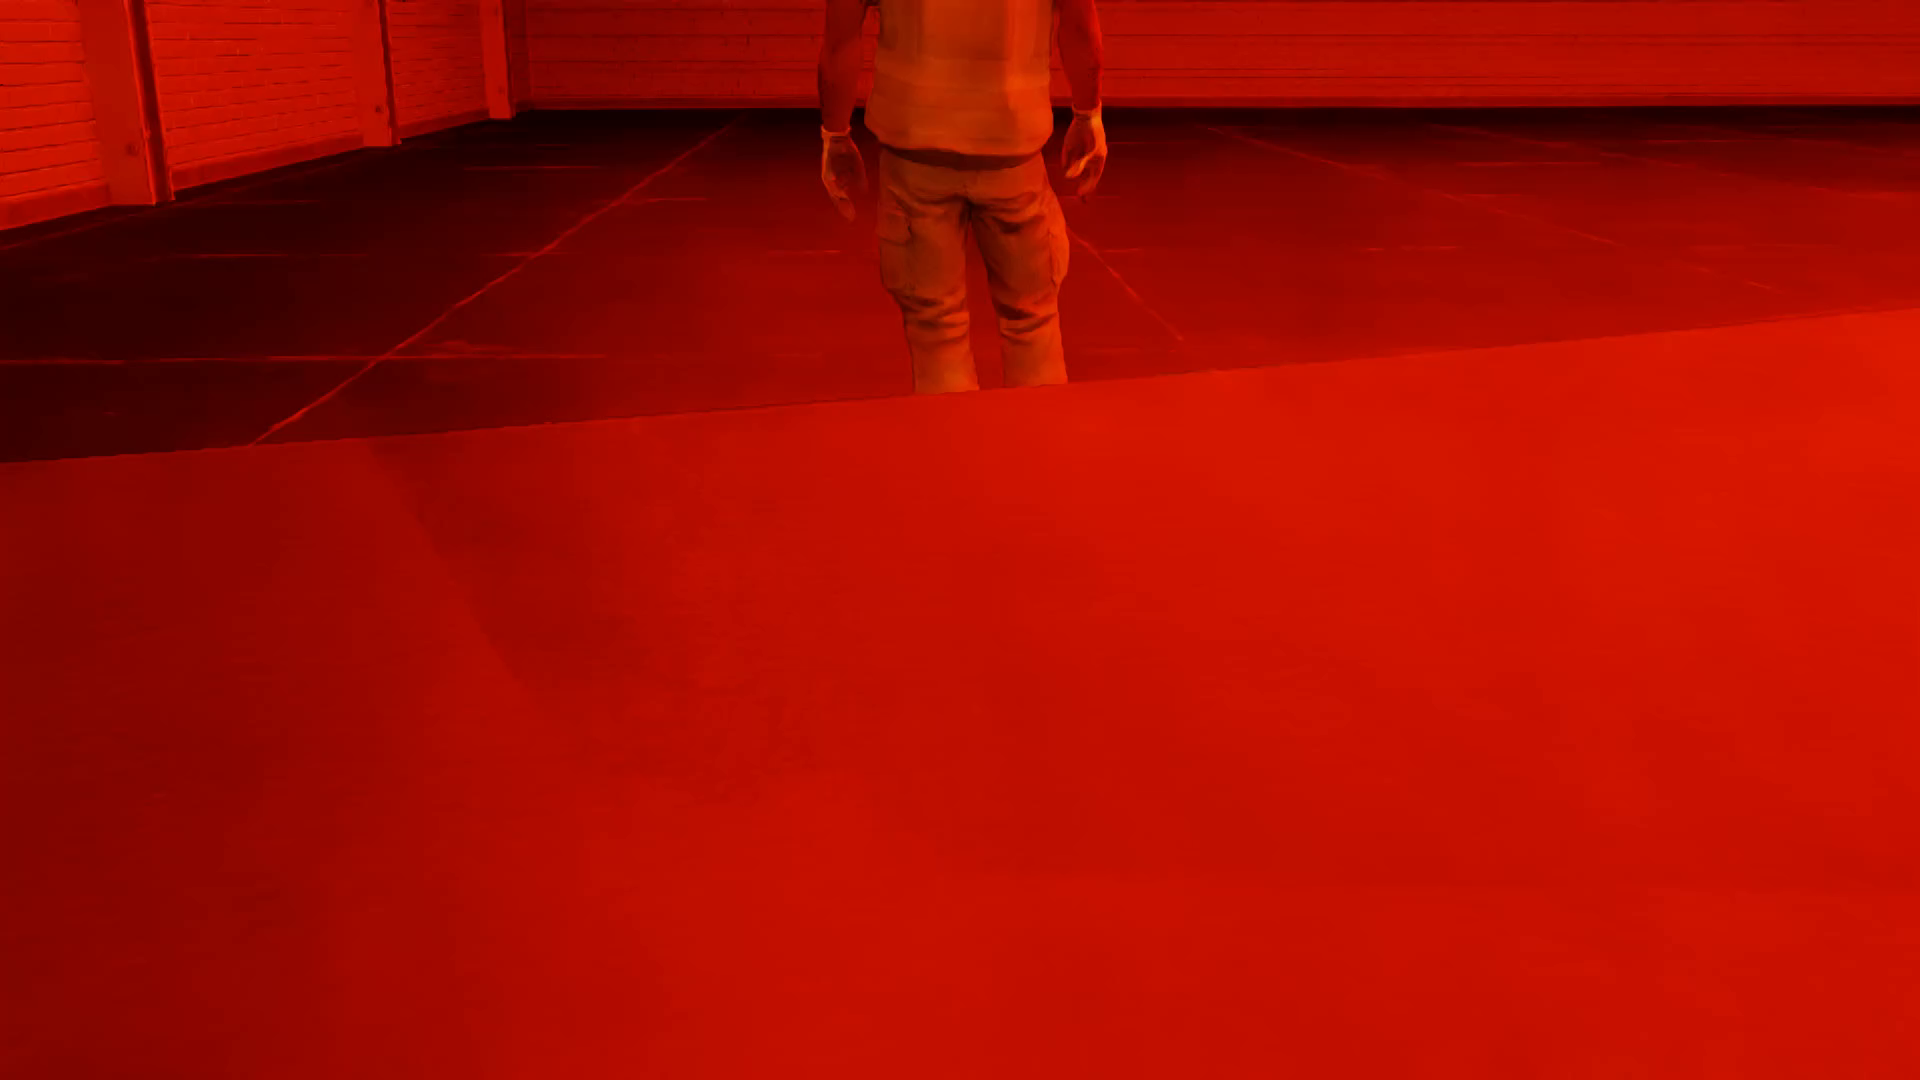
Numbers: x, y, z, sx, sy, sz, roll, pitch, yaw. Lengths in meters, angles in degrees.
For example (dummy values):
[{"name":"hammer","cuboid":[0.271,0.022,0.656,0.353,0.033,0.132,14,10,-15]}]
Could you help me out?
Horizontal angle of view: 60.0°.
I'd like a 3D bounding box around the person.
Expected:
[{"name":"person","cuboid":[0.007,-0.886,3.732,0.637,1.787,0.563,-1,17,-3]}]
